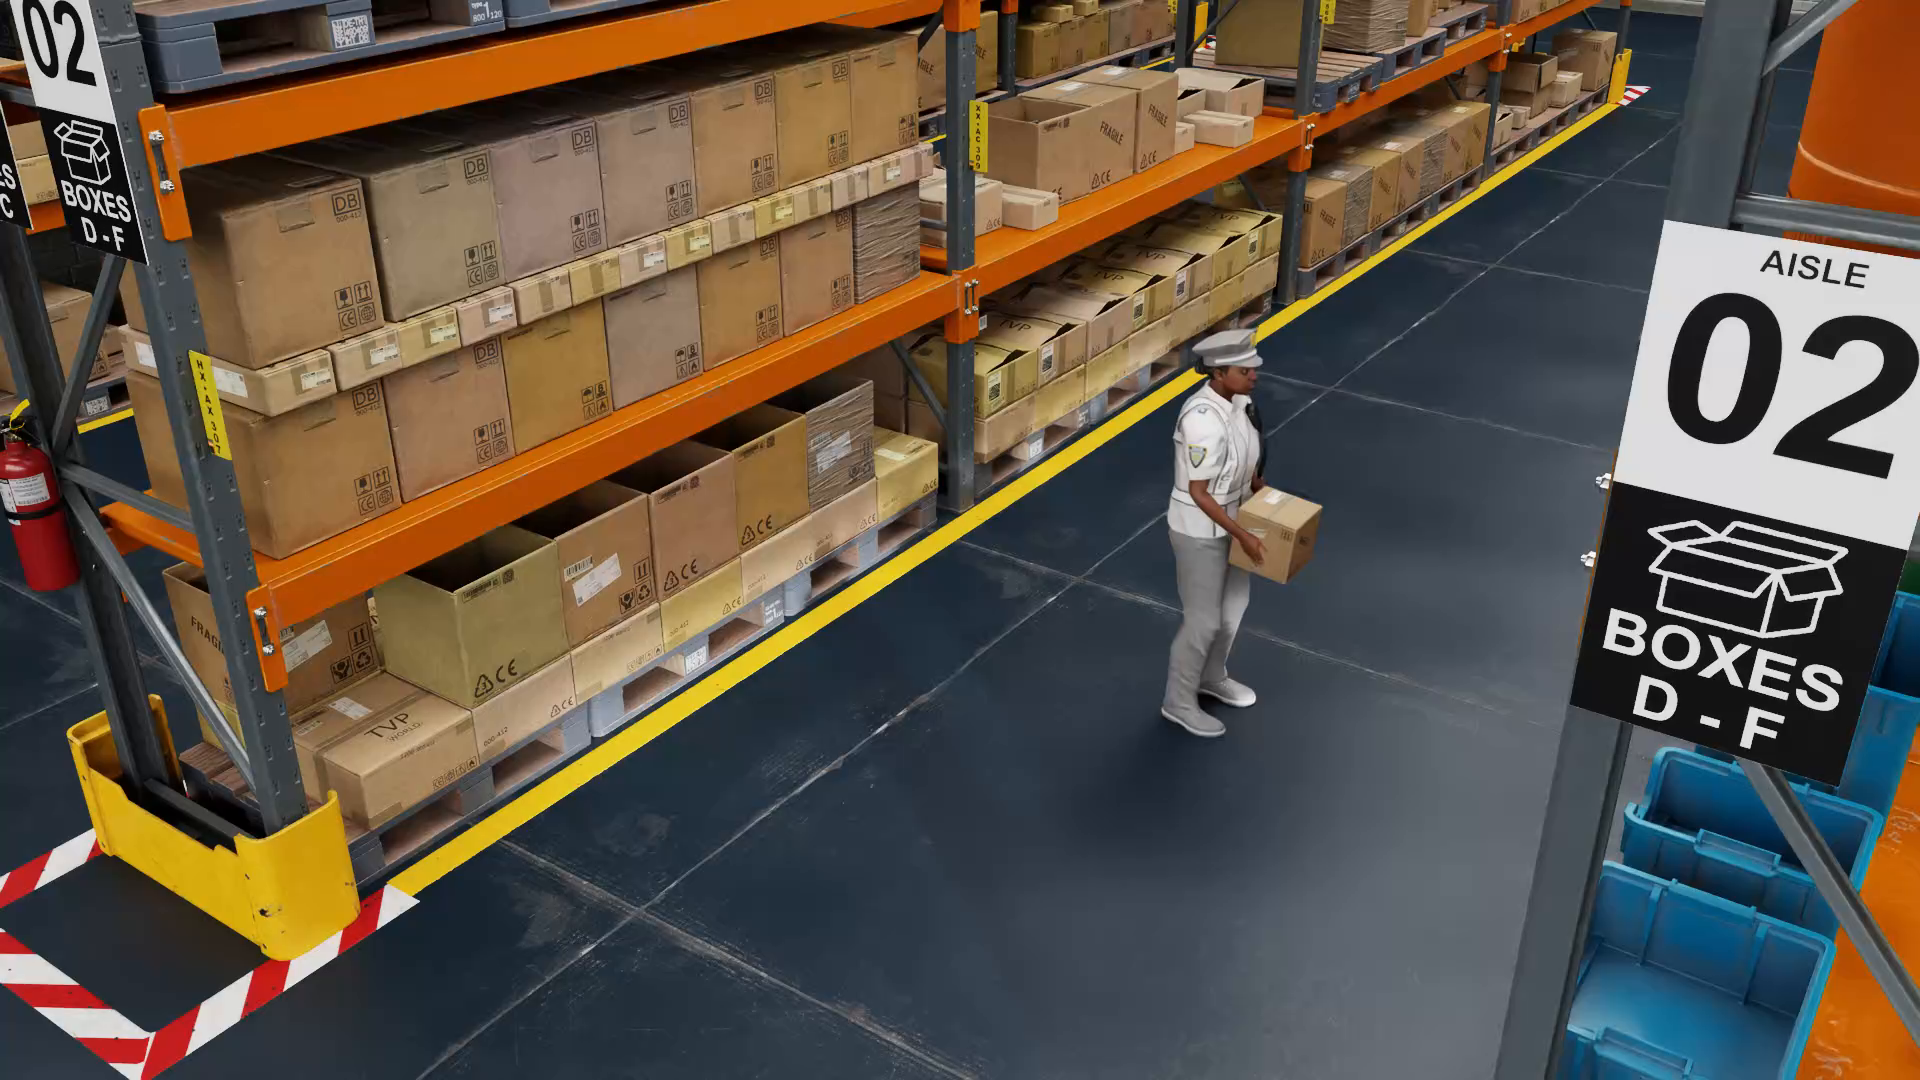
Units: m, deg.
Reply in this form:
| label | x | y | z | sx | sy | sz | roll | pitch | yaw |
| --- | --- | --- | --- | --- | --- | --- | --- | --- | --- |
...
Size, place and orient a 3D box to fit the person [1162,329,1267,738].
| label | x | y | z | sx | sy | sz | roll | pitch | yaw |
| --- | --- | --- | --- | --- | --- | --- | --- | --- | --- |
| person | 1.073 | -0.037 | 6.658 | 0.464 | 1.689 | 0.469 | 17 | 32 | 30 |
